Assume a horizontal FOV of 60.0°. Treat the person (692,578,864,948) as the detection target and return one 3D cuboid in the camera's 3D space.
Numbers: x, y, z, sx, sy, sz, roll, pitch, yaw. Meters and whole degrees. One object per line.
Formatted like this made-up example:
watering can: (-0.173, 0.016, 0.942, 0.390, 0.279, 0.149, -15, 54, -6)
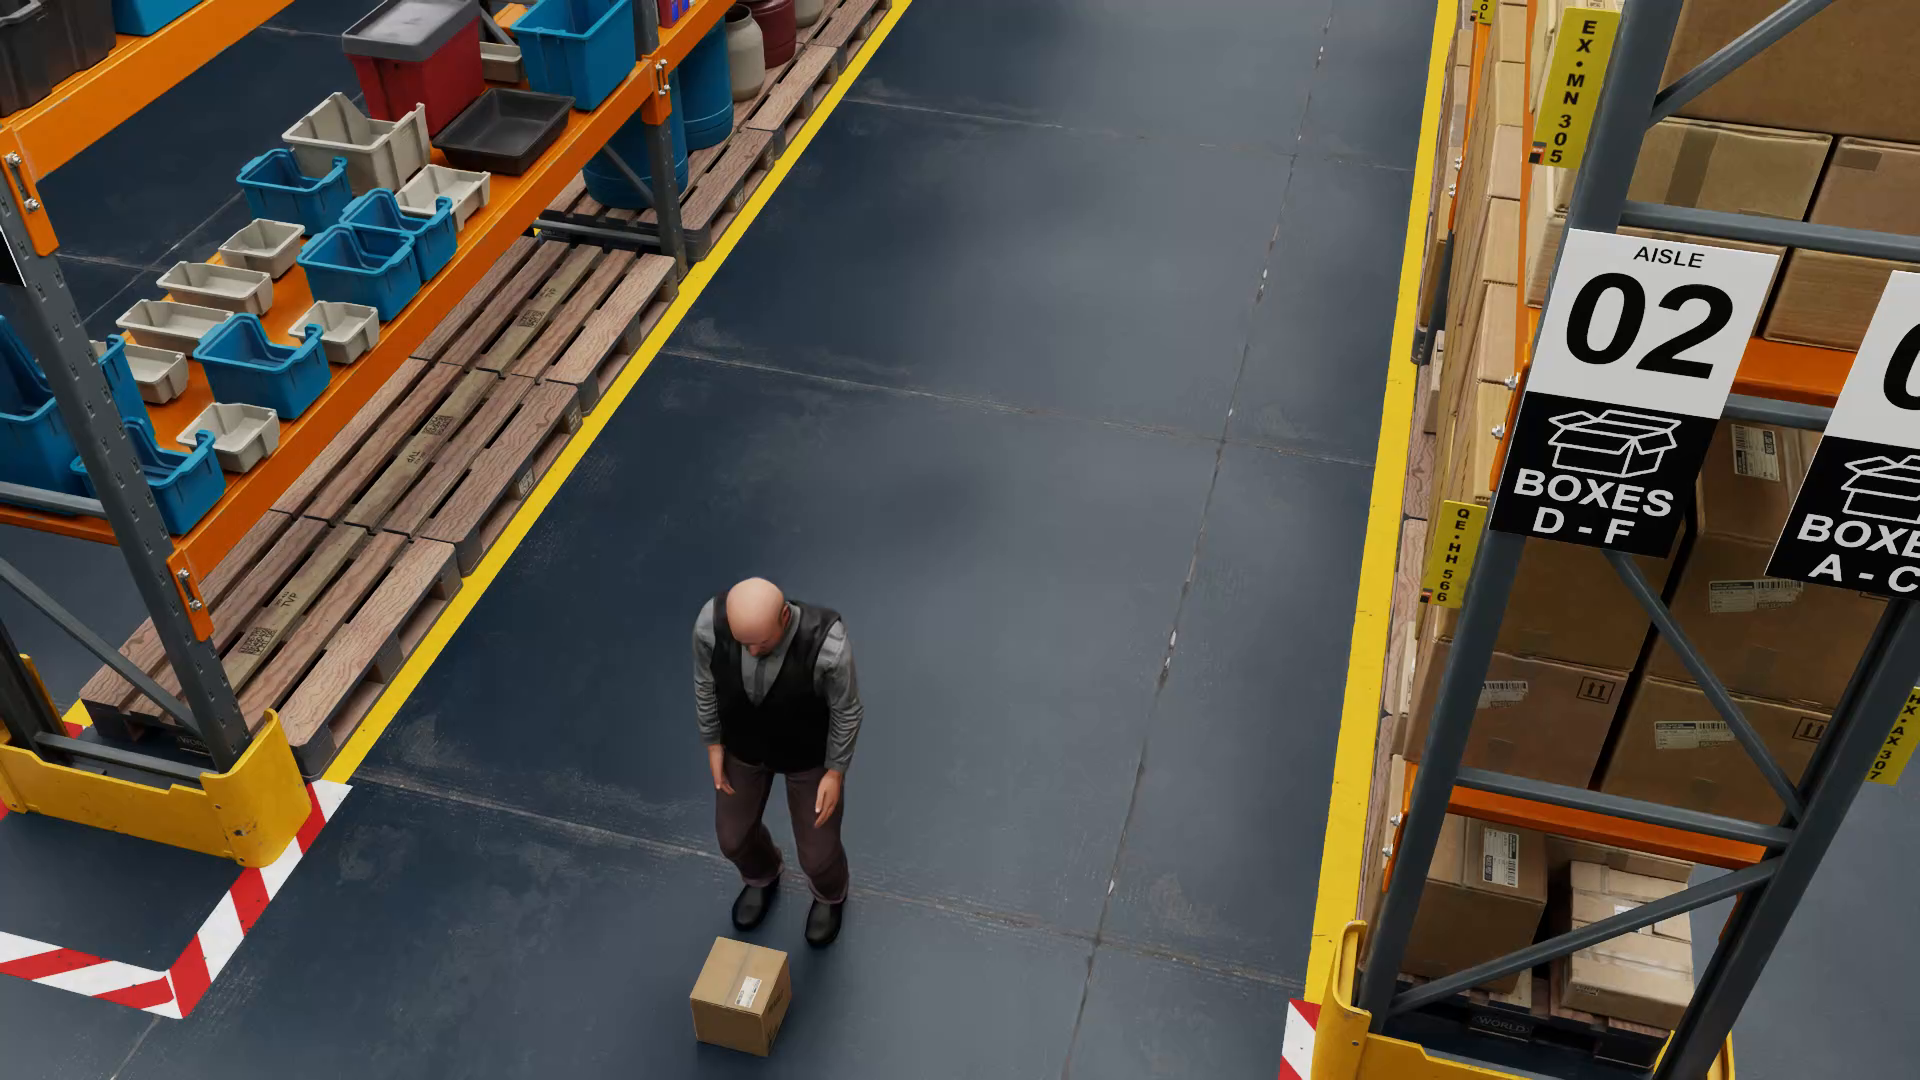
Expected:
person: (-0.569, 0.688, 5.436, 0.563, 1.656, 0.447, 11, 42, 12)
